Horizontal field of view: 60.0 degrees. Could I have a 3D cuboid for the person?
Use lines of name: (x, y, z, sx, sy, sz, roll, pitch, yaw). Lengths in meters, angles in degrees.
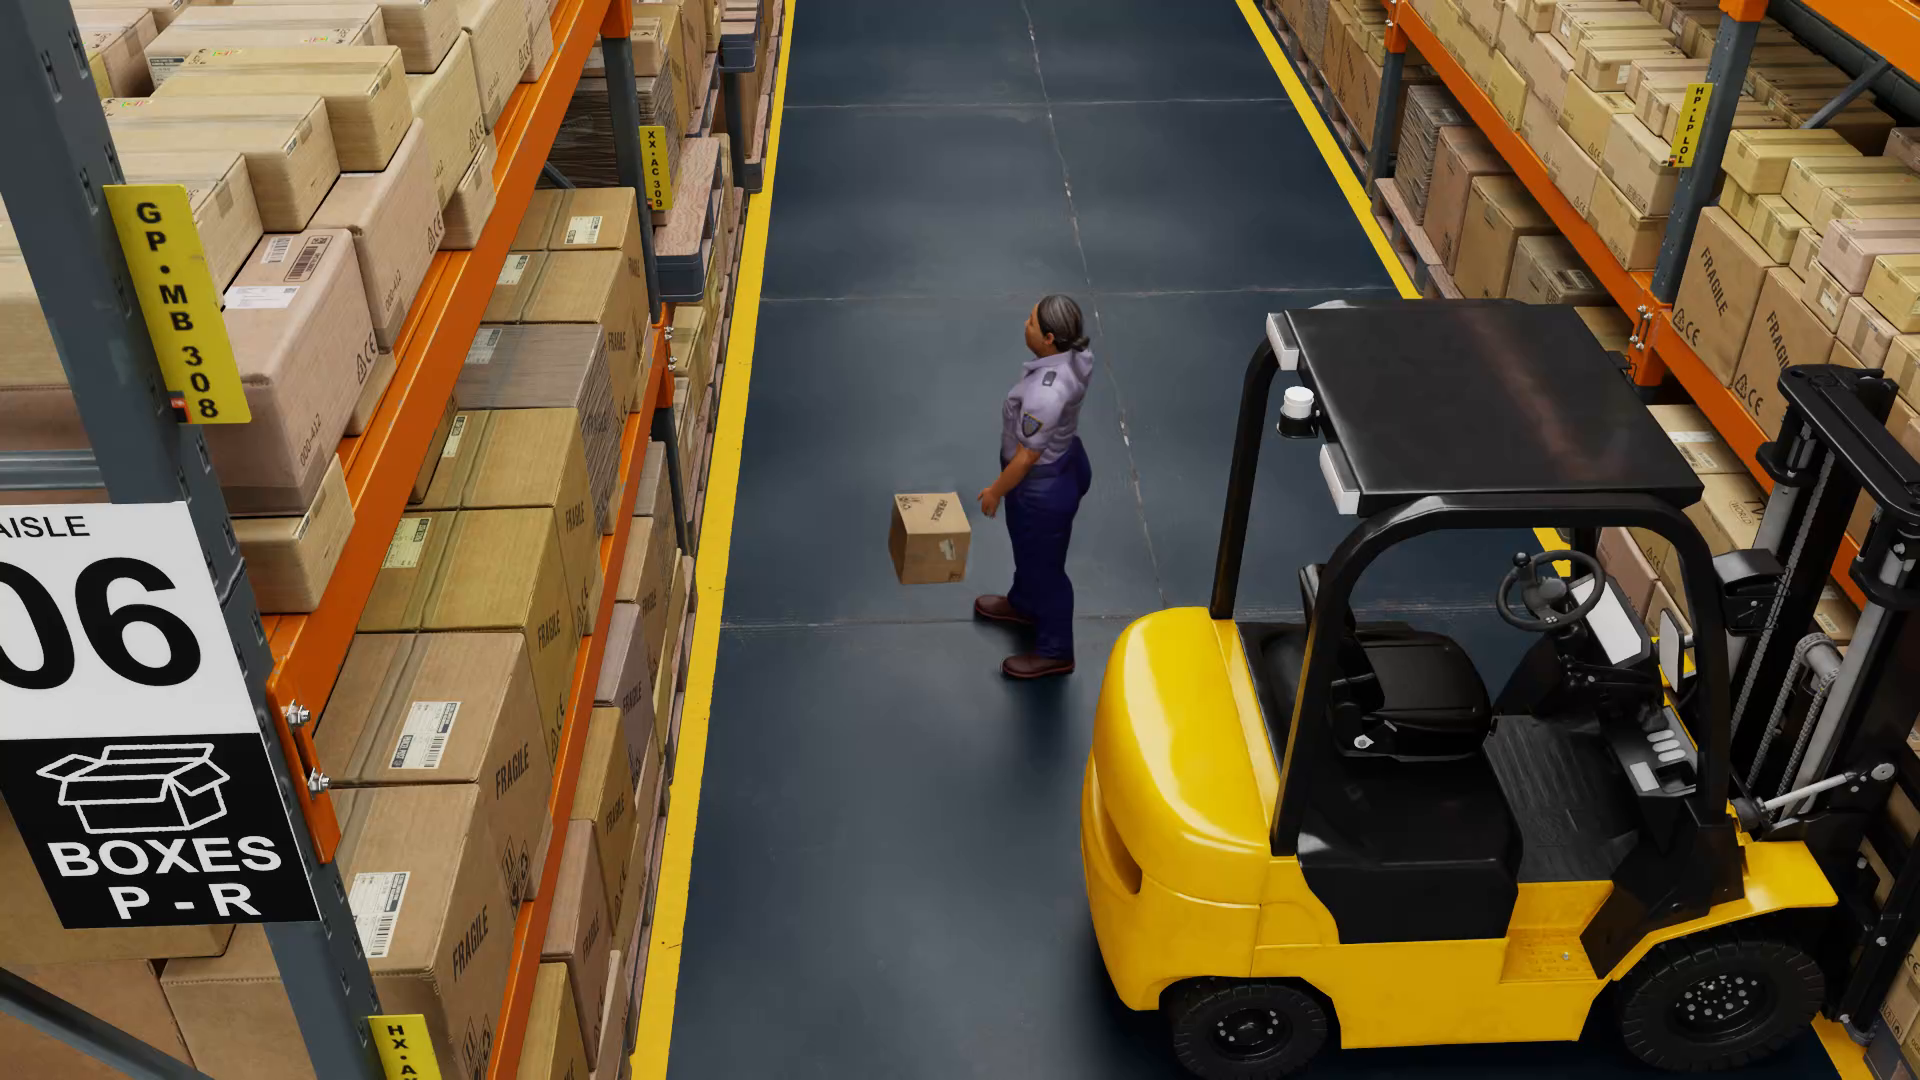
person: (0.246, -0.221, 6.471, 0.519, 1.629, 0.526, 12, 37, 16)
